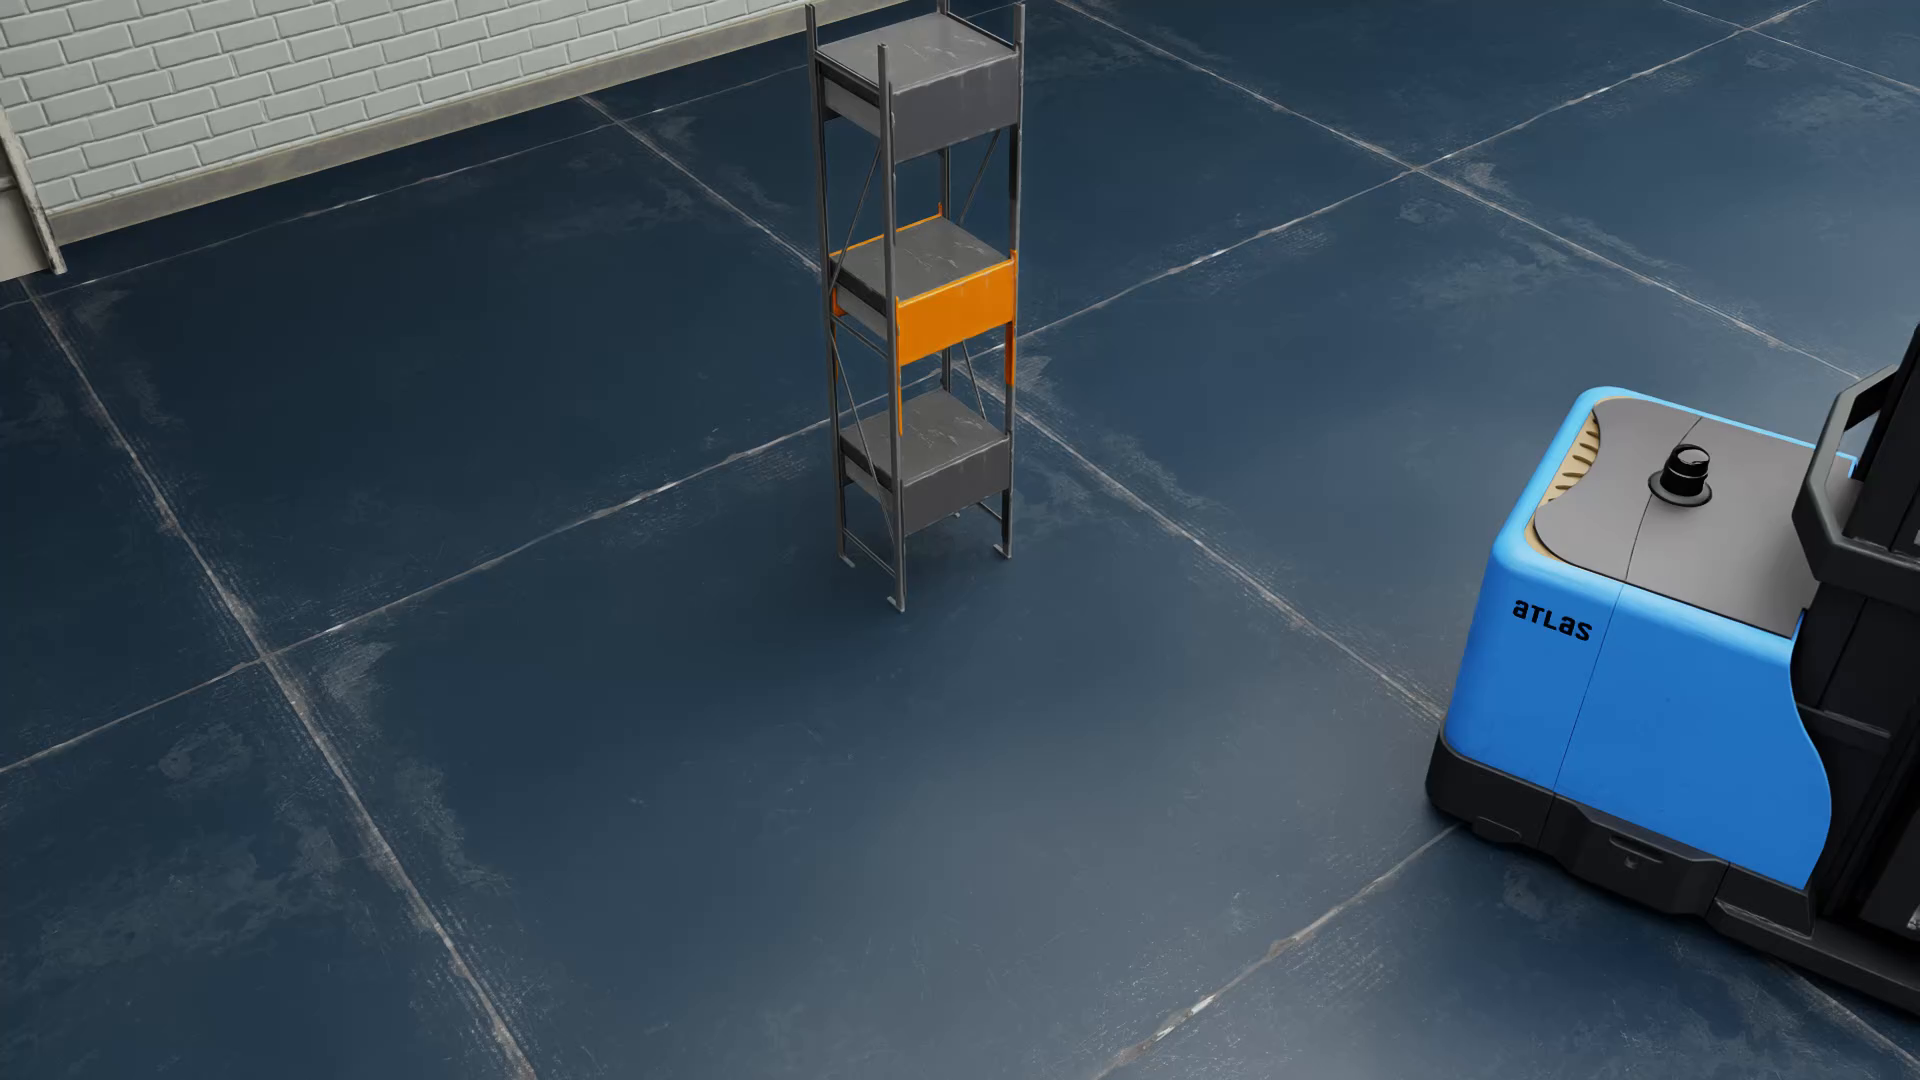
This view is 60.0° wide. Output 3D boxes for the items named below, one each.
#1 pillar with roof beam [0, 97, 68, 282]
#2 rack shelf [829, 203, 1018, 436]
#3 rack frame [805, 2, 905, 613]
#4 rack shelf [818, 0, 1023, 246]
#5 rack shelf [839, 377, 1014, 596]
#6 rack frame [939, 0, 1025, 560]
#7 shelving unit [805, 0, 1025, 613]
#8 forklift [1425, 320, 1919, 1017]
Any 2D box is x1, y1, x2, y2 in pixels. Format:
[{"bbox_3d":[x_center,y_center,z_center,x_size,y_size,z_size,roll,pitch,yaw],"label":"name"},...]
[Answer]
[{"bbox_3d":[-1.803,-2.572,2.291,0.400,9.000,9.100,-26,46,-28],"label":"pillar with roof beam"},{"bbox_3d":[-0.131,-0.737,5.515,0.480,0.518,0.431,-26,46,-28],"label":"rack shelf"},{"bbox_3d":[-0.325,-0.654,5.391,0.015,2.100,0.400,-26,46,-28],"label":"rack frame"},{"bbox_3d":[-0.131,-1.278,5.071,0.480,0.518,0.431,-26,46,-28],"label":"rack shelf"},{"bbox_3d":[-0.131,-0.196,5.959,0.480,0.518,0.431,-26,46,-28],"label":"rack shelf"},{"bbox_3d":[0.062,-0.842,5.621,0.015,2.100,0.400,-26,46,-28],"label":"rack frame"},{"bbox_3d":[-0.131,-0.748,5.506,0.503,2.100,0.431,-26,46,-28],"label":"shelving unit"},{"bbox_3d":[2.976,-0.051,4.002,3.031,2.935,1.130,21,44,24],"label":"forklift"}]
